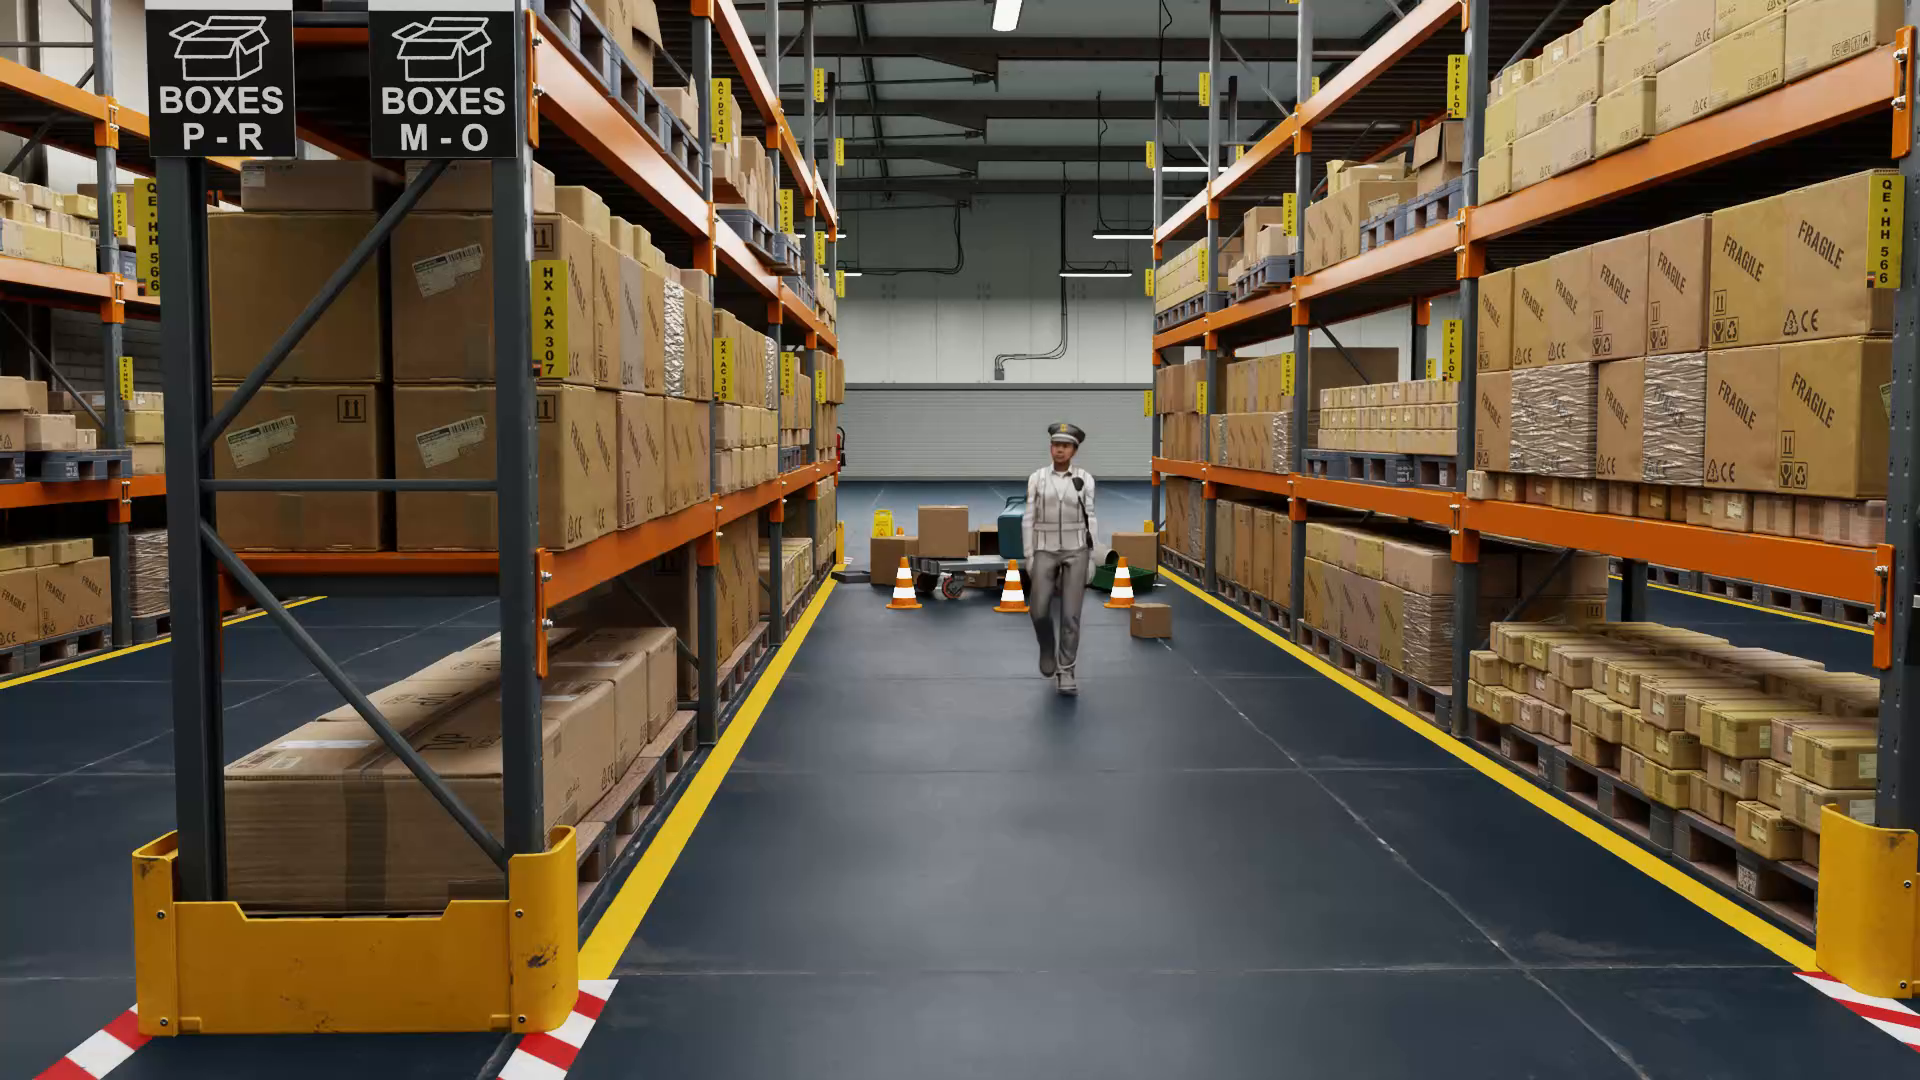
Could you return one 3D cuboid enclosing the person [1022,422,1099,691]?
[{"bbox_3d":[0.635,0.093,10.561,0.488,1.679,0.553,0,4,4],"label":"person"}]
